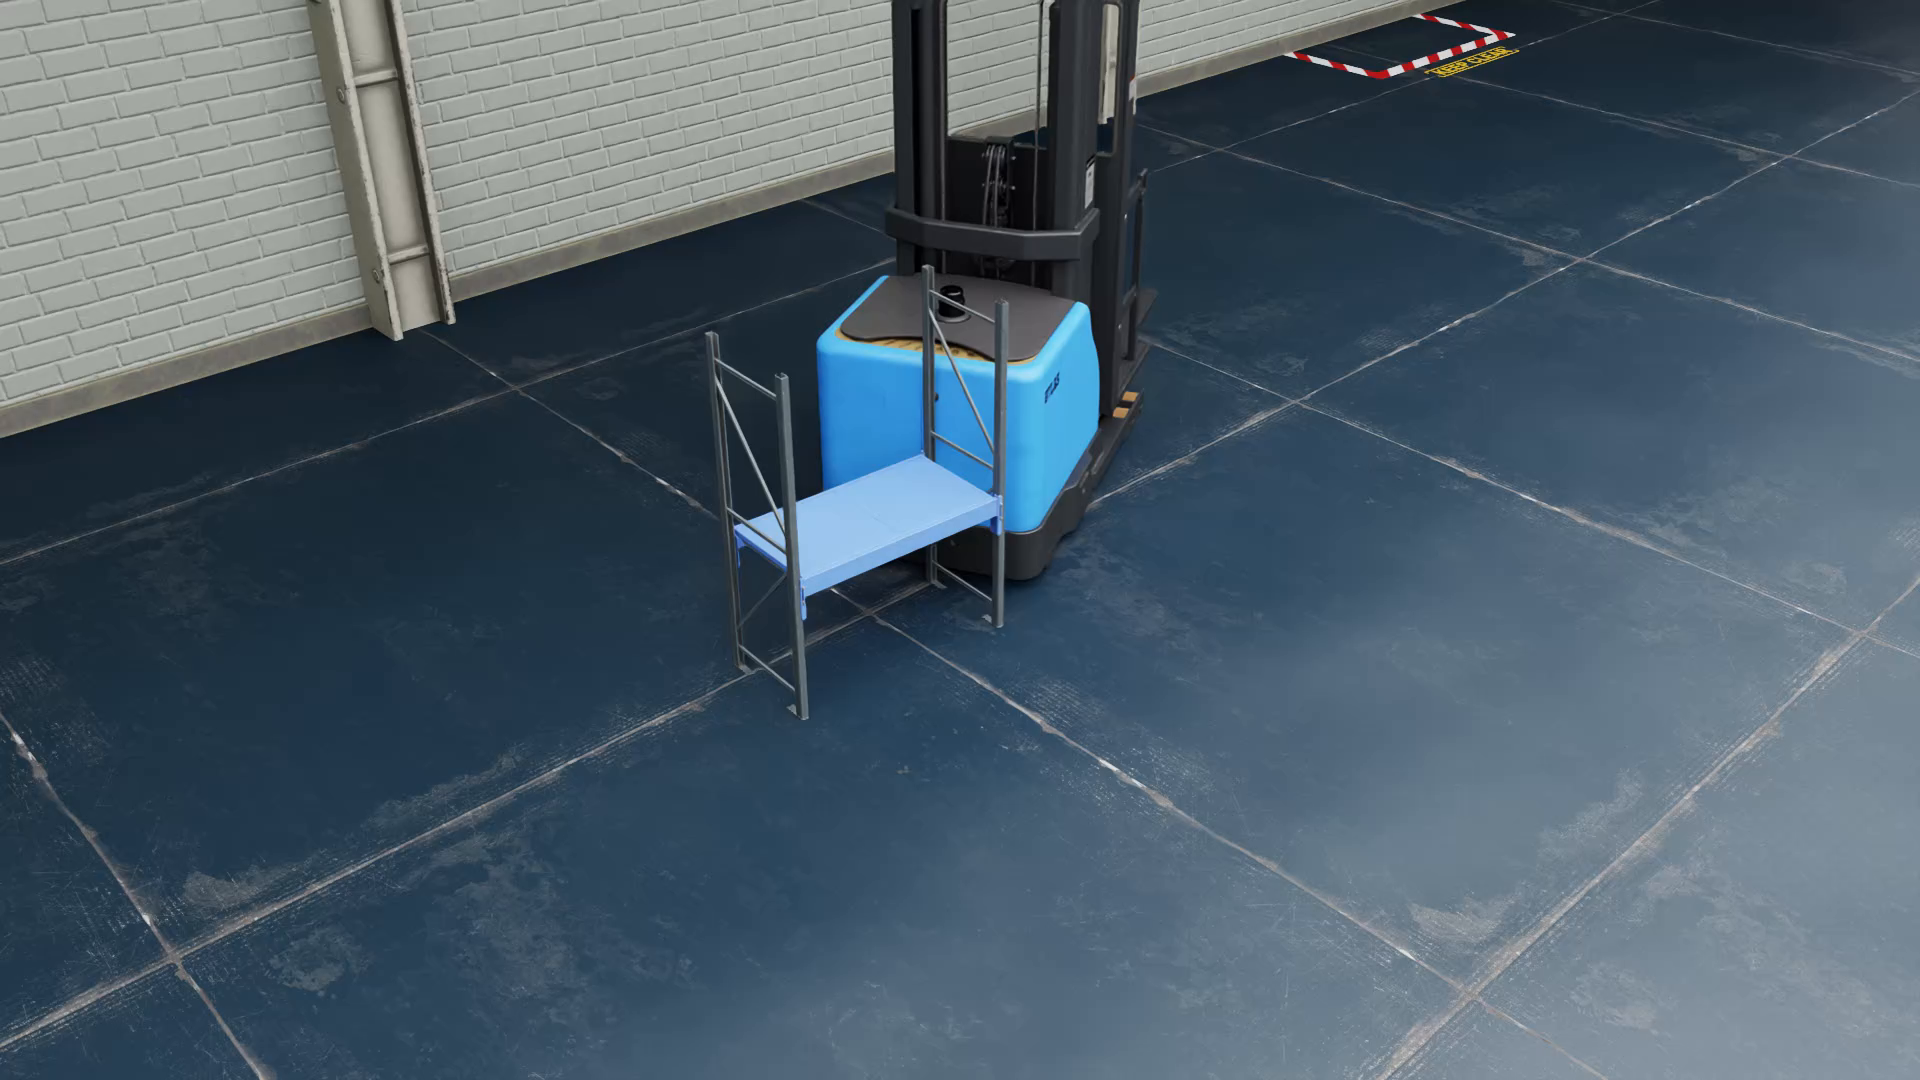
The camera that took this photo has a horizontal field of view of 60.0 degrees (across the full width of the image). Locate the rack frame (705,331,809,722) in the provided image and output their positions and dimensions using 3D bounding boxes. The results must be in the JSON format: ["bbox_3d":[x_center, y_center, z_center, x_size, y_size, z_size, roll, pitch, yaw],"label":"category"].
[{"bbox_3d":[-0.769,-0.026,6.355,0.032,1.500,0.500,-23,38,-33],"label":"rack frame"}]

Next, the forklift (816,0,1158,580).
[{"bbox_3d":[0.333,-1.833,7.938,1.130,2.935,3.031,10,33,16],"label":"forklift"}]

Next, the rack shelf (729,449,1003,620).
[{"bbox_3d":[-0.377,-0.041,6.724,1.000,0.185,0.538,-23,38,-33],"label":"rack shelf"}]

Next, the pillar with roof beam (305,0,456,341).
[{"bbox_3d":[-0.308,-3.474,4.806,0.400,9.000,9.100,-26,40,-35],"label":"pillar with roof beam"}]

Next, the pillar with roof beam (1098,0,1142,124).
[{"bbox_3d":[4.092,-5.602,8.286,0.400,9.000,9.100,-26,40,-35],"label":"pillar with roof beam"}]

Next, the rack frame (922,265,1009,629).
[{"bbox_3d":[0.016,-0.363,6.906,0.032,1.500,0.500,-23,38,-33],"label":"rack frame"}]

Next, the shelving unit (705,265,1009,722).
[{"bbox_3d":[-0.377,-0.195,6.631,1.048,1.500,0.538,-23,38,-33],"label":"shelving unit"}]
